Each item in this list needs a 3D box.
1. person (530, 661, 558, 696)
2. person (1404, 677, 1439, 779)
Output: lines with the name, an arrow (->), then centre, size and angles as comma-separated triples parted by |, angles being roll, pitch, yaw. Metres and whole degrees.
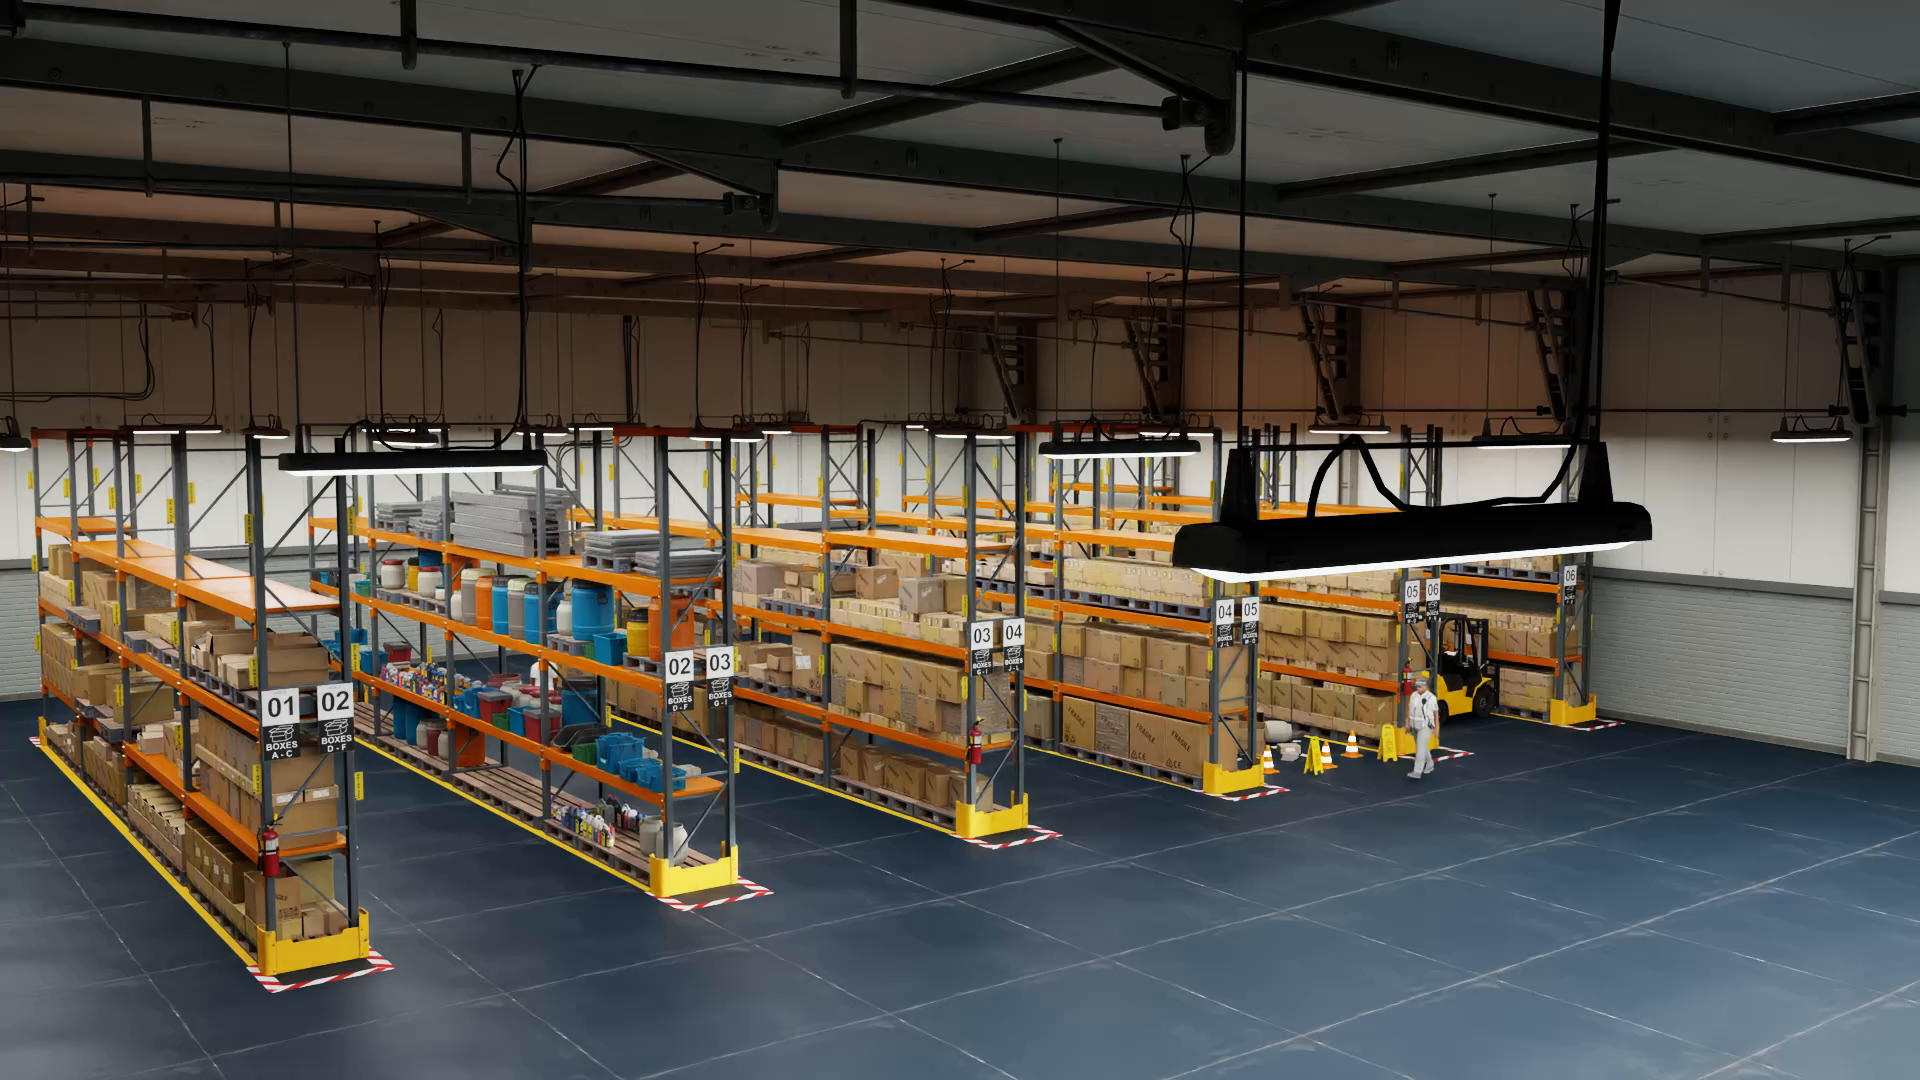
person -> -8.002, 2.937, 31.914 | 0.618, 1.762, 0.455 | -4, 6, -40
person -> 7.922, 3.220, 28.662 | 0.909, 1.717, 0.550 | -2, 5, -29
